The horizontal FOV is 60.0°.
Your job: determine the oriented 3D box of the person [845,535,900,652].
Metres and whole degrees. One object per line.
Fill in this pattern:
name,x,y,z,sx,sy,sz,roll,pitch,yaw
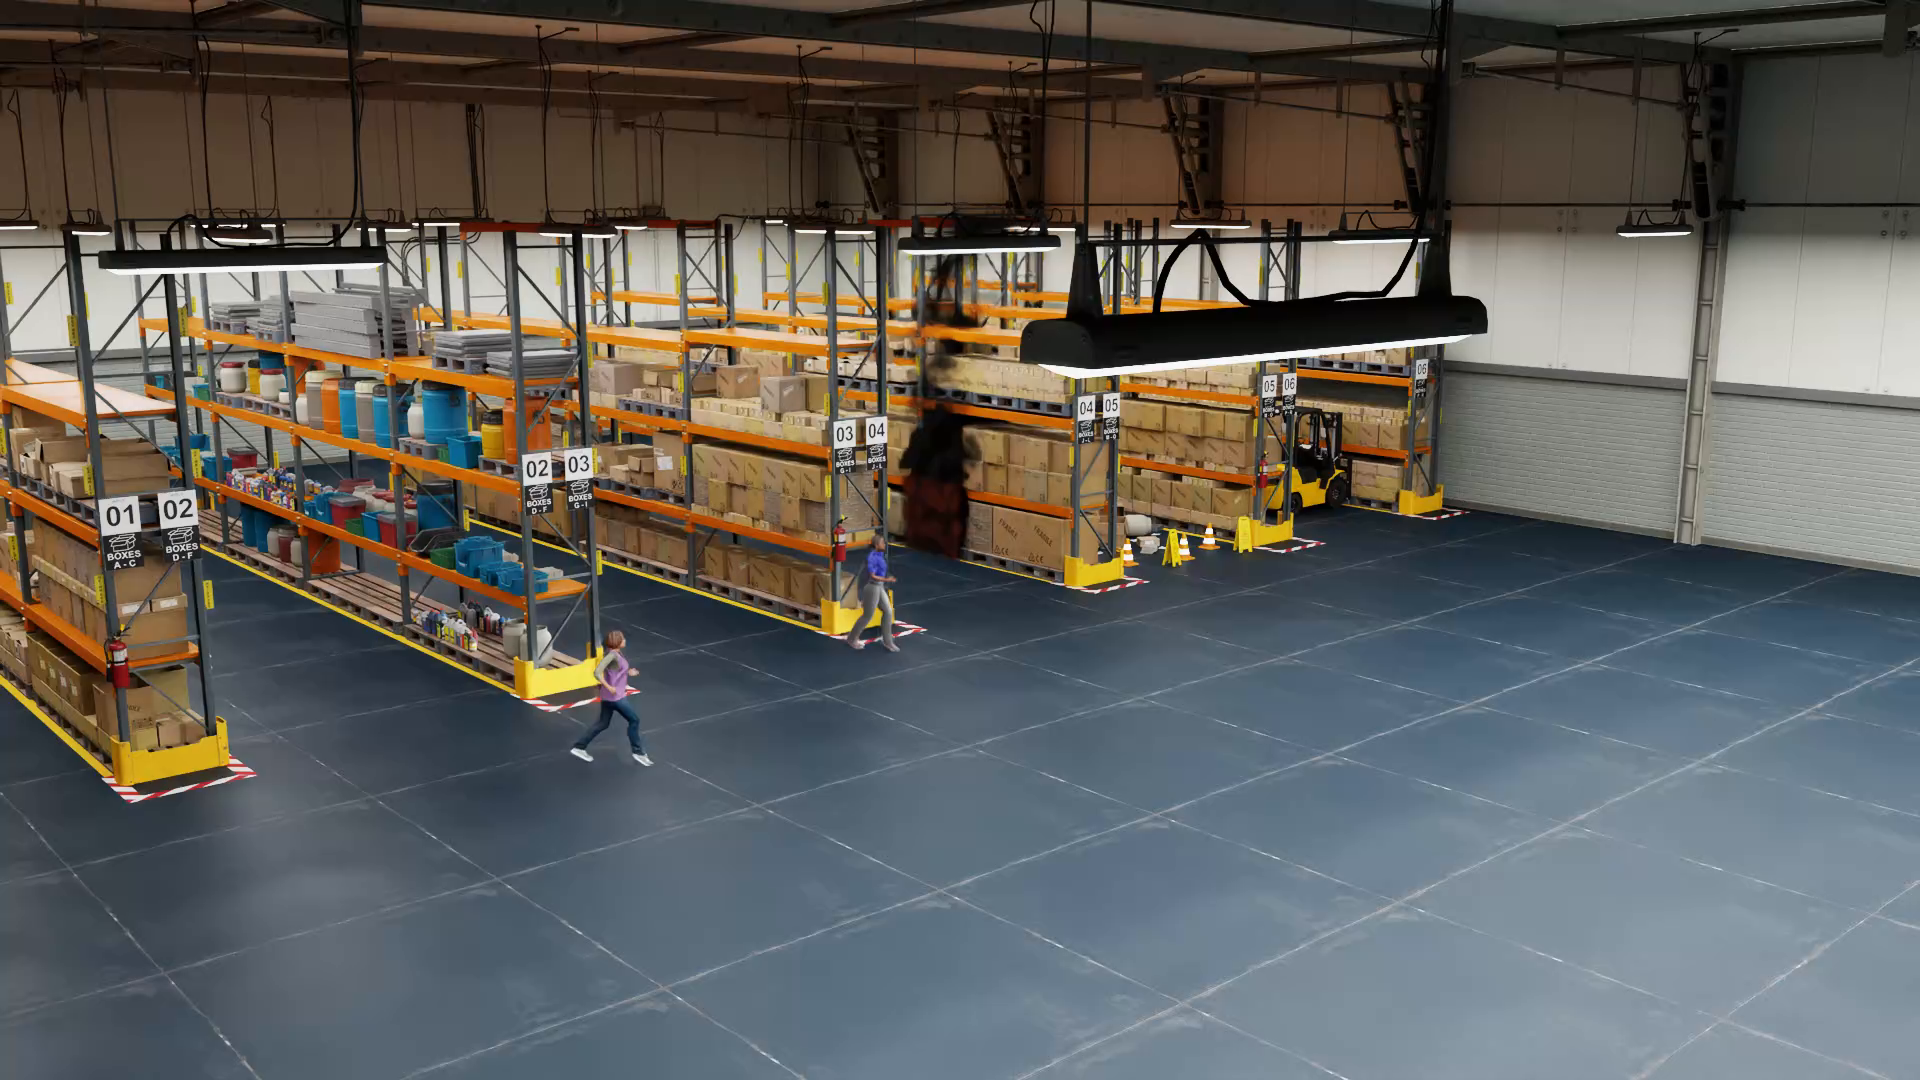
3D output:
person,-1.240,0.773,23.872,0.768,1.714,0.606,2,12,11

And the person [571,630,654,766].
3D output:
person,-3.986,1.818,18.887,0.915,1.632,0.506,-5,12,-22
